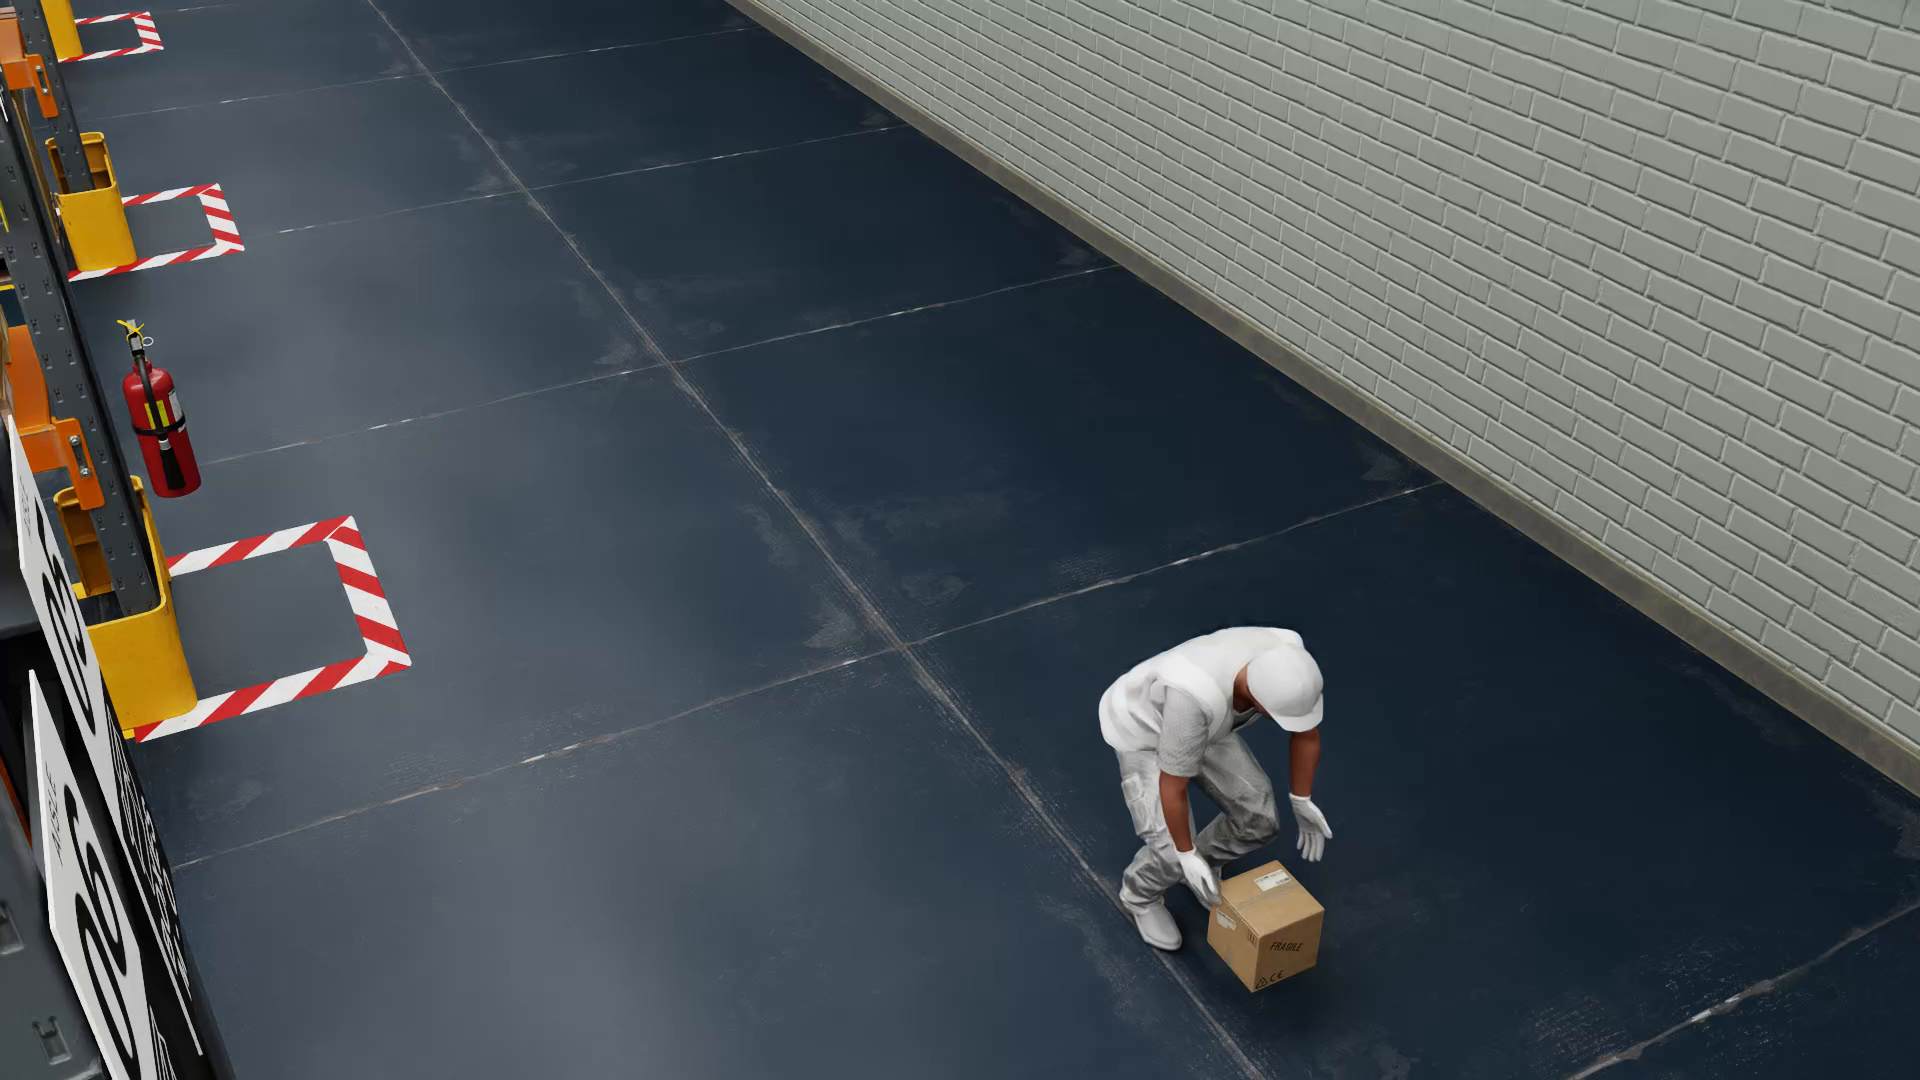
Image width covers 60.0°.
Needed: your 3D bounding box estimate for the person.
[{"bbox_3d":[0.821,0.567,5.296,0.609,0.922,0.813,-16,36,-23],"label":"person"}]
